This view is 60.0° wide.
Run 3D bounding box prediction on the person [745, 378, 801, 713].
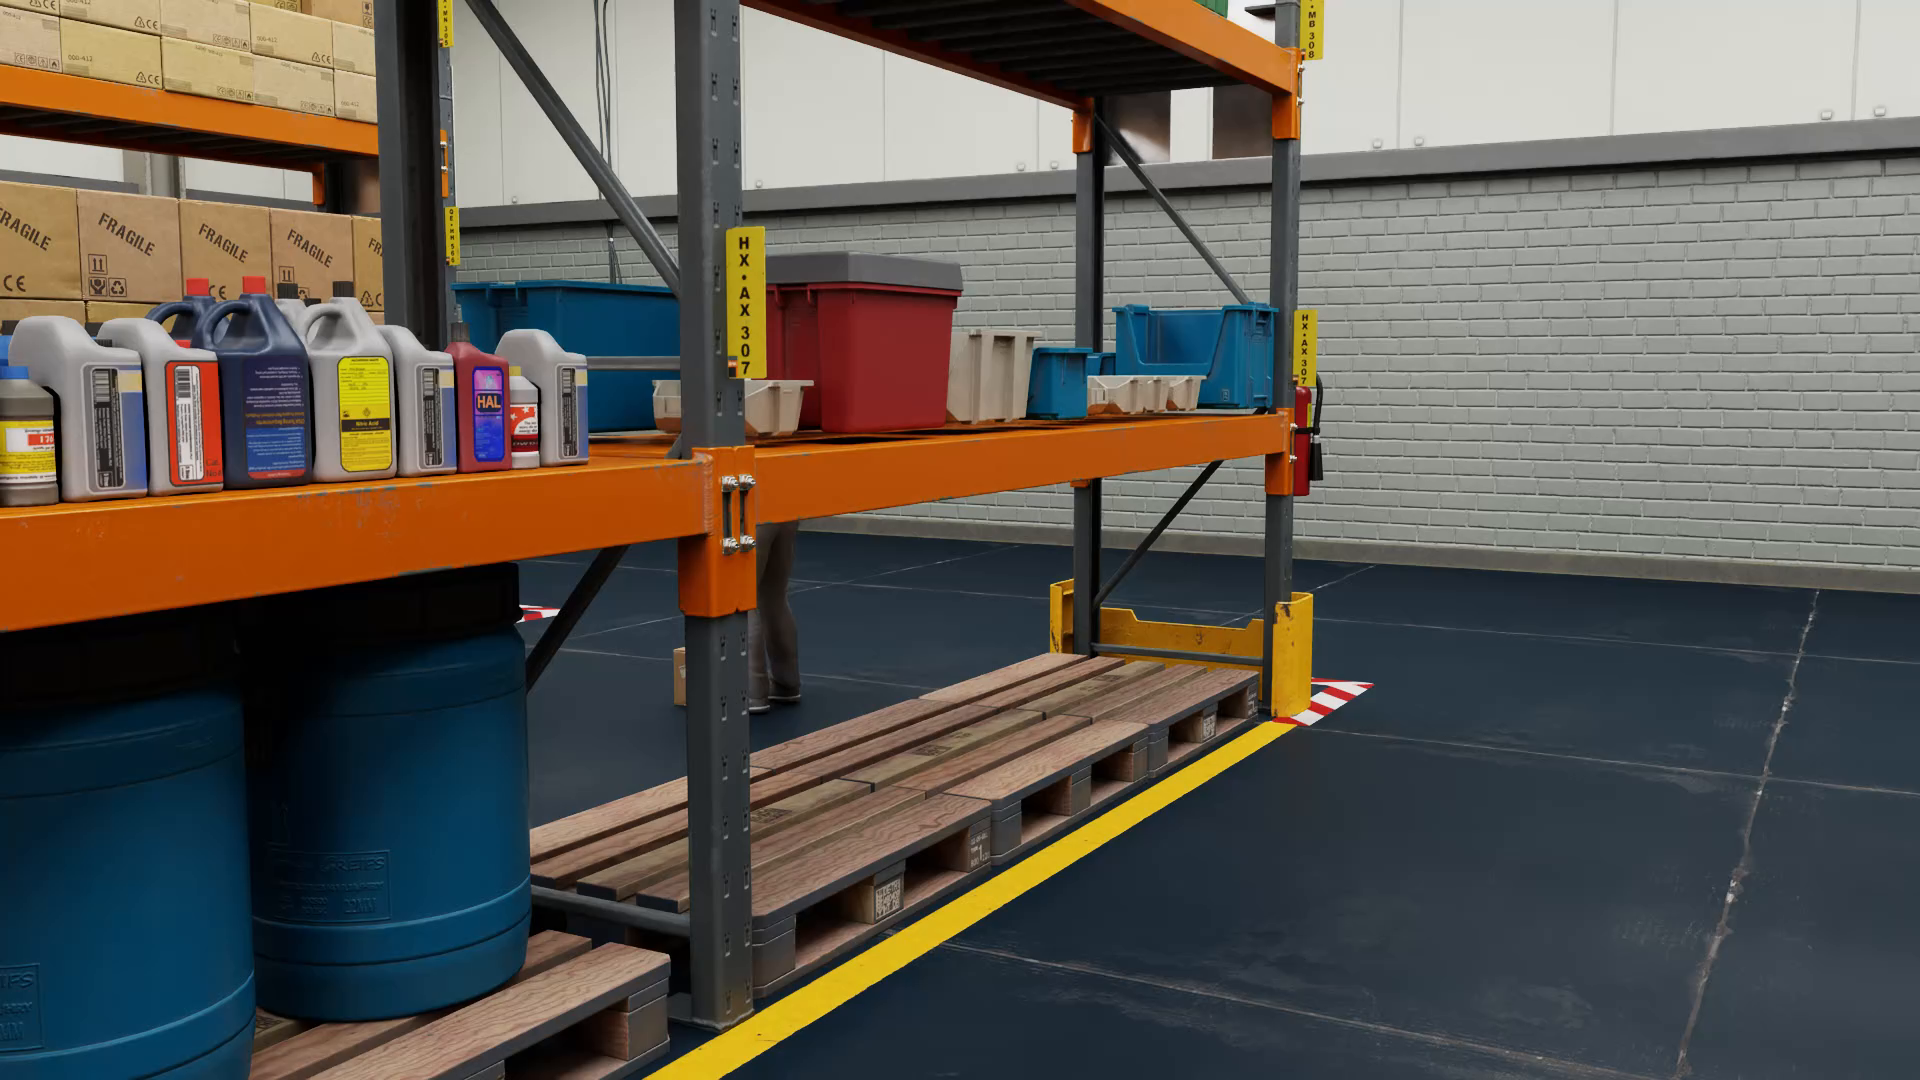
[{"bbox_3d":[-0.903,-0.083,7.292,0.398,1.659,0.521,3,7,27],"label":"person"}]
